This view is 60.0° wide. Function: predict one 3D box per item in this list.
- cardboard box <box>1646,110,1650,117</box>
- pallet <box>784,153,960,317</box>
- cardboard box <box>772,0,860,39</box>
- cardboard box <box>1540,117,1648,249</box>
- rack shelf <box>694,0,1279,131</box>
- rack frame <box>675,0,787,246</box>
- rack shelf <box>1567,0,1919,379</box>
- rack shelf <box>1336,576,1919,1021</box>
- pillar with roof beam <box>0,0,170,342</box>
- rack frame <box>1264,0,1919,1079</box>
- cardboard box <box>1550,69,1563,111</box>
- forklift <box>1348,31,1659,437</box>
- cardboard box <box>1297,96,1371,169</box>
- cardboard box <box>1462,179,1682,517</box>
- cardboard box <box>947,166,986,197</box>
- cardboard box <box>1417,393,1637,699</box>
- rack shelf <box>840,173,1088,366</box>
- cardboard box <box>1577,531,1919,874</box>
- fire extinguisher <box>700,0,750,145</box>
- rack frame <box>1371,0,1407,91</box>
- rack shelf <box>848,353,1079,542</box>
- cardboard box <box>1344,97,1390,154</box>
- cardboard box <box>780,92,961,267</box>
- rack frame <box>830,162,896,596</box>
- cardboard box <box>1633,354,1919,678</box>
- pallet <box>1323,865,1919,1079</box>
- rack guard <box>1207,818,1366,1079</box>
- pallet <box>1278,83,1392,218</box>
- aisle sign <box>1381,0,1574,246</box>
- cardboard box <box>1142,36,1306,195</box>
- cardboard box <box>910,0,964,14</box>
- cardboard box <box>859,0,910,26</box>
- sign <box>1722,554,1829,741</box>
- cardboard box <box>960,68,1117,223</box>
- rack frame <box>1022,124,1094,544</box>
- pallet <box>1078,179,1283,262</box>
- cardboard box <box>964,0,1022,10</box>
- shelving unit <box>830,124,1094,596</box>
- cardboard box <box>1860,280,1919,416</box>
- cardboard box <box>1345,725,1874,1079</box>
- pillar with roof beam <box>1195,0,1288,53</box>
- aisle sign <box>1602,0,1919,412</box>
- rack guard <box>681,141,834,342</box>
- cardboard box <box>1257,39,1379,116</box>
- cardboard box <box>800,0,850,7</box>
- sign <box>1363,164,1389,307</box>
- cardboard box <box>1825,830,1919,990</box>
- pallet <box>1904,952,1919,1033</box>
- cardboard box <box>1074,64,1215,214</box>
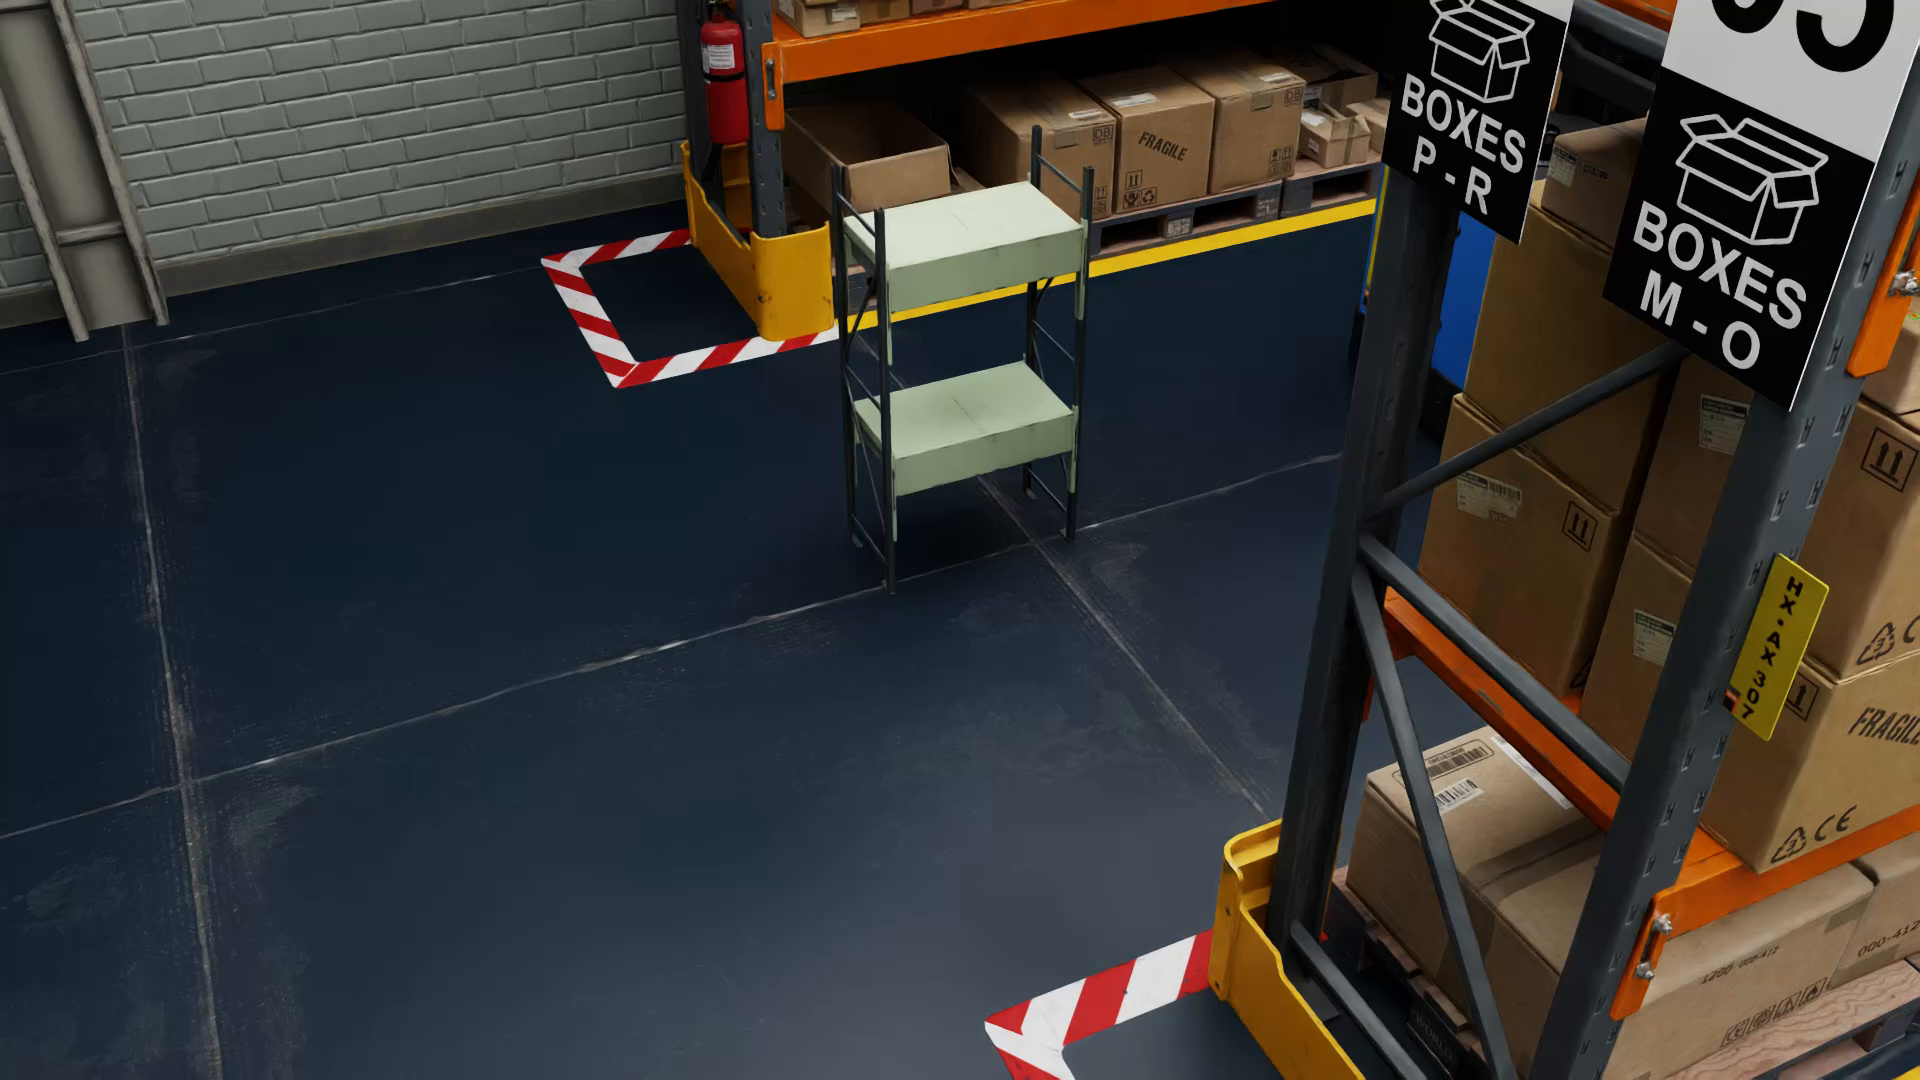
[{"bbox_3d":[1.549,-0.722,3.238,0.250,0.149,0.380,-15,39,-19],"label":"cardboard box"},{"bbox_3d":[-0.233,-1.521,8.124,1.213,0.211,1.003,-16,39,-20],"label":"pallet"},{"bbox_3d":[-0.609,-2.254,6.982,0.250,0.149,0.380,-16,39,-20],"label":"cardboard box"},{"bbox_3d":[1.329,-0.645,3.134,0.250,0.149,0.380,-15,39,-19],"label":"cardboard box"},{"bbox_3d":[0.788,-2.637,7.891,4.000,0.370,1.077,-16,39,-20],"label":"rack shelf"},{"bbox_3d":[-1.023,-2.419,6.994,0.127,3.000,1.000,-16,39,-20],"label":"rack frame"},{"bbox_3d":[2.900,-1.166,3.390,4.000,0.370,1.077,-16,39,-20],"label":"rack shelf"},{"bbox_3d":[2.900,0.039,4.283,4.000,0.370,1.077,-16,39,-20],"label":"rack shelf"},{"bbox_3d":[-2.017,-2.311,1.812,0.400,9.000,9.100,-16,39,-20],"label":"pillar with roof beam"},{"bbox_3d":[1.090,0.256,3.386,0.127,3.000,1.000,-16,39,-20],"label":"rack frame"},{"bbox_3d":[3.132,-2.598,8.980,0.500,0.500,0.500,-14,39,-18],"label":"cardboard box"},{"bbox_3d":[3.245,-2.014,6.505,3.031,2.935,1.130,-14,39,-19],"label":"forklift"},{"bbox_3d":[1.895,-2.113,8.523,0.258,0.266,0.396,-14,39,-18],"label":"cardboard box"},{"bbox_3d":[1.425,-0.436,3.396,0.500,0.500,0.500,-14,39,-18],"label":"cardboard box"},{"bbox_3d":[-0.028,-1.633,7.975,0.250,0.149,0.380,-17,40,-22],"label":"cardboard box"},{"bbox_3d":[1.414,-0.049,3.714,0.500,0.500,0.500,-15,39,-20],"label":"cardboard box"},{"bbox_3d":[0.006,-0.918,5.573,0.720,0.370,0.431,-16,39,-20],"label":"rack shelf"},{"bbox_3d":[1.646,0.250,3.312,0.500,0.500,0.500,-16,39,-20],"label":"cardboard box"},{"bbox_3d":[-0.960,-1.952,6.742,0.183,0.674,0.296,-16,39,-20],"label":"fire extinguisher"},{"bbox_3d":[2.598,-3.432,8.359,0.127,3.000,1.000,-16,39,-20],"label":"rack frame"},{"bbox_3d":[0.006,-0.342,6.000,0.720,0.370,0.431,-16,39,-20],"label":"rack shelf"},{"bbox_3d":[2.219,-2.156,8.680,0.250,0.149,0.380,-17,40,-21],"label":"cardboard box"},{"bbox_3d":[-0.429,-1.689,7.753,0.637,0.503,0.797,-17,40,-22],"label":"cardboard box"},{"bbox_3d":[-0.325,-0.511,5.681,0.023,1.500,0.400,-16,39,-20],"label":"rack frame"},{"bbox_3d":[1.645,-0.153,3.015,0.500,0.500,0.500,-16,40,-21],"label":"cardboard box"},{"bbox_3d":[1.780,1.132,4.547,1.213,0.211,1.003,-16,39,-20],"label":"pallet"},{"bbox_3d":[1.068,1.266,4.123,0.348,0.500,1.175,-16,39,-20],"label":"rack guard"},{"bbox_3d":[1.976,-2.139,8.956,1.213,0.211,1.003,-16,39,-20],"label":"pallet"},{"bbox_3d":[0.893,-0.937,2.813,0.004,0.787,0.394,-16,39,-20],"label":"aisle sign"},{"bbox_3d":[1.301,-2.146,8.371,0.500,0.500,0.700,-17,40,-22],"label":"cardboard box"},{"bbox_3d":[-0.175,-2.428,7.217,0.250,0.149,0.380,-16,40,-21],"label":"cardboard box"},{"bbox_3d":[-0.398,-2.343,7.102,0.250,0.149,0.380,-15,39,-19],"label":"cardboard box"},{"bbox_3d":[1.320,0.178,2.699,0.005,0.325,0.100,-16,39,-20],"label":"sign"},{"bbox_3d":[0.361,-1.883,8.017,0.500,0.500,0.700,-14,39,-18],"label":"cardboard box"},{"bbox_3d":[0.337,-0.697,5.930,0.023,1.500,0.400,-16,39,-20],"label":"rack frame"},{"bbox_3d":[0.870,-1.827,8.537,1.213,0.211,1.003,-16,39,-20],"label":"pallet"},{"bbox_3d":[0.080,-2.459,7.259,0.250,0.149,0.380,-14,39,-19],"label":"cardboard box"},{"bbox_3d":[0.006,-0.604,5.805,0.755,1.500,0.431,-16,39,-20],"label":"shelving unit"},{"bbox_3d":[1.529,-0.386,2.785,0.250,0.149,0.380,-15,39,-19],"label":"cardboard box"},{"bbox_3d":[1.645,0.896,4.323,0.875,0.438,0.875,-17,40,-21],"label":"cardboard box"},{"bbox_3d":[3.414,-3.830,3.860,0.400,9.000,9.100,-16,39,-20],"label":"pillar with roof beam"},{"bbox_3d":[1.148,-0.613,2.377,0.004,0.787,0.394,-16,39,-20],"label":"aisle sign"},{"bbox_3d":[-0.954,-1.435,7.765,0.348,0.500,1.175,-16,39,-20],"label":"rack guard"},{"bbox_3d":[1.900,-2.481,8.981,0.500,0.311,0.500,-14,39,-18],"label":"cardboard box"},{"bbox_3d":[-0.498,-2.448,6.909,0.500,0.250,0.500,-15,39,-20],"label":"cardboard box"},{"bbox_3d":[0.872,-0.600,3.370,0.005,0.325,0.100,-16,39,-20],"label":"sign"},{"bbox_3d":[2.469,0.660,4.641,0.875,0.438,0.875,-15,39,-19],"label":"cardboard box"},{"bbox_3d":[2.883,0.825,4.960,1.213,0.211,1.003,-16,39,-20],"label":"pallet"},{"bbox_3d":[0.883,-1.963,8.125,0.500,0.500,0.500,-15,39,-19],"label":"cardboard box"}]
